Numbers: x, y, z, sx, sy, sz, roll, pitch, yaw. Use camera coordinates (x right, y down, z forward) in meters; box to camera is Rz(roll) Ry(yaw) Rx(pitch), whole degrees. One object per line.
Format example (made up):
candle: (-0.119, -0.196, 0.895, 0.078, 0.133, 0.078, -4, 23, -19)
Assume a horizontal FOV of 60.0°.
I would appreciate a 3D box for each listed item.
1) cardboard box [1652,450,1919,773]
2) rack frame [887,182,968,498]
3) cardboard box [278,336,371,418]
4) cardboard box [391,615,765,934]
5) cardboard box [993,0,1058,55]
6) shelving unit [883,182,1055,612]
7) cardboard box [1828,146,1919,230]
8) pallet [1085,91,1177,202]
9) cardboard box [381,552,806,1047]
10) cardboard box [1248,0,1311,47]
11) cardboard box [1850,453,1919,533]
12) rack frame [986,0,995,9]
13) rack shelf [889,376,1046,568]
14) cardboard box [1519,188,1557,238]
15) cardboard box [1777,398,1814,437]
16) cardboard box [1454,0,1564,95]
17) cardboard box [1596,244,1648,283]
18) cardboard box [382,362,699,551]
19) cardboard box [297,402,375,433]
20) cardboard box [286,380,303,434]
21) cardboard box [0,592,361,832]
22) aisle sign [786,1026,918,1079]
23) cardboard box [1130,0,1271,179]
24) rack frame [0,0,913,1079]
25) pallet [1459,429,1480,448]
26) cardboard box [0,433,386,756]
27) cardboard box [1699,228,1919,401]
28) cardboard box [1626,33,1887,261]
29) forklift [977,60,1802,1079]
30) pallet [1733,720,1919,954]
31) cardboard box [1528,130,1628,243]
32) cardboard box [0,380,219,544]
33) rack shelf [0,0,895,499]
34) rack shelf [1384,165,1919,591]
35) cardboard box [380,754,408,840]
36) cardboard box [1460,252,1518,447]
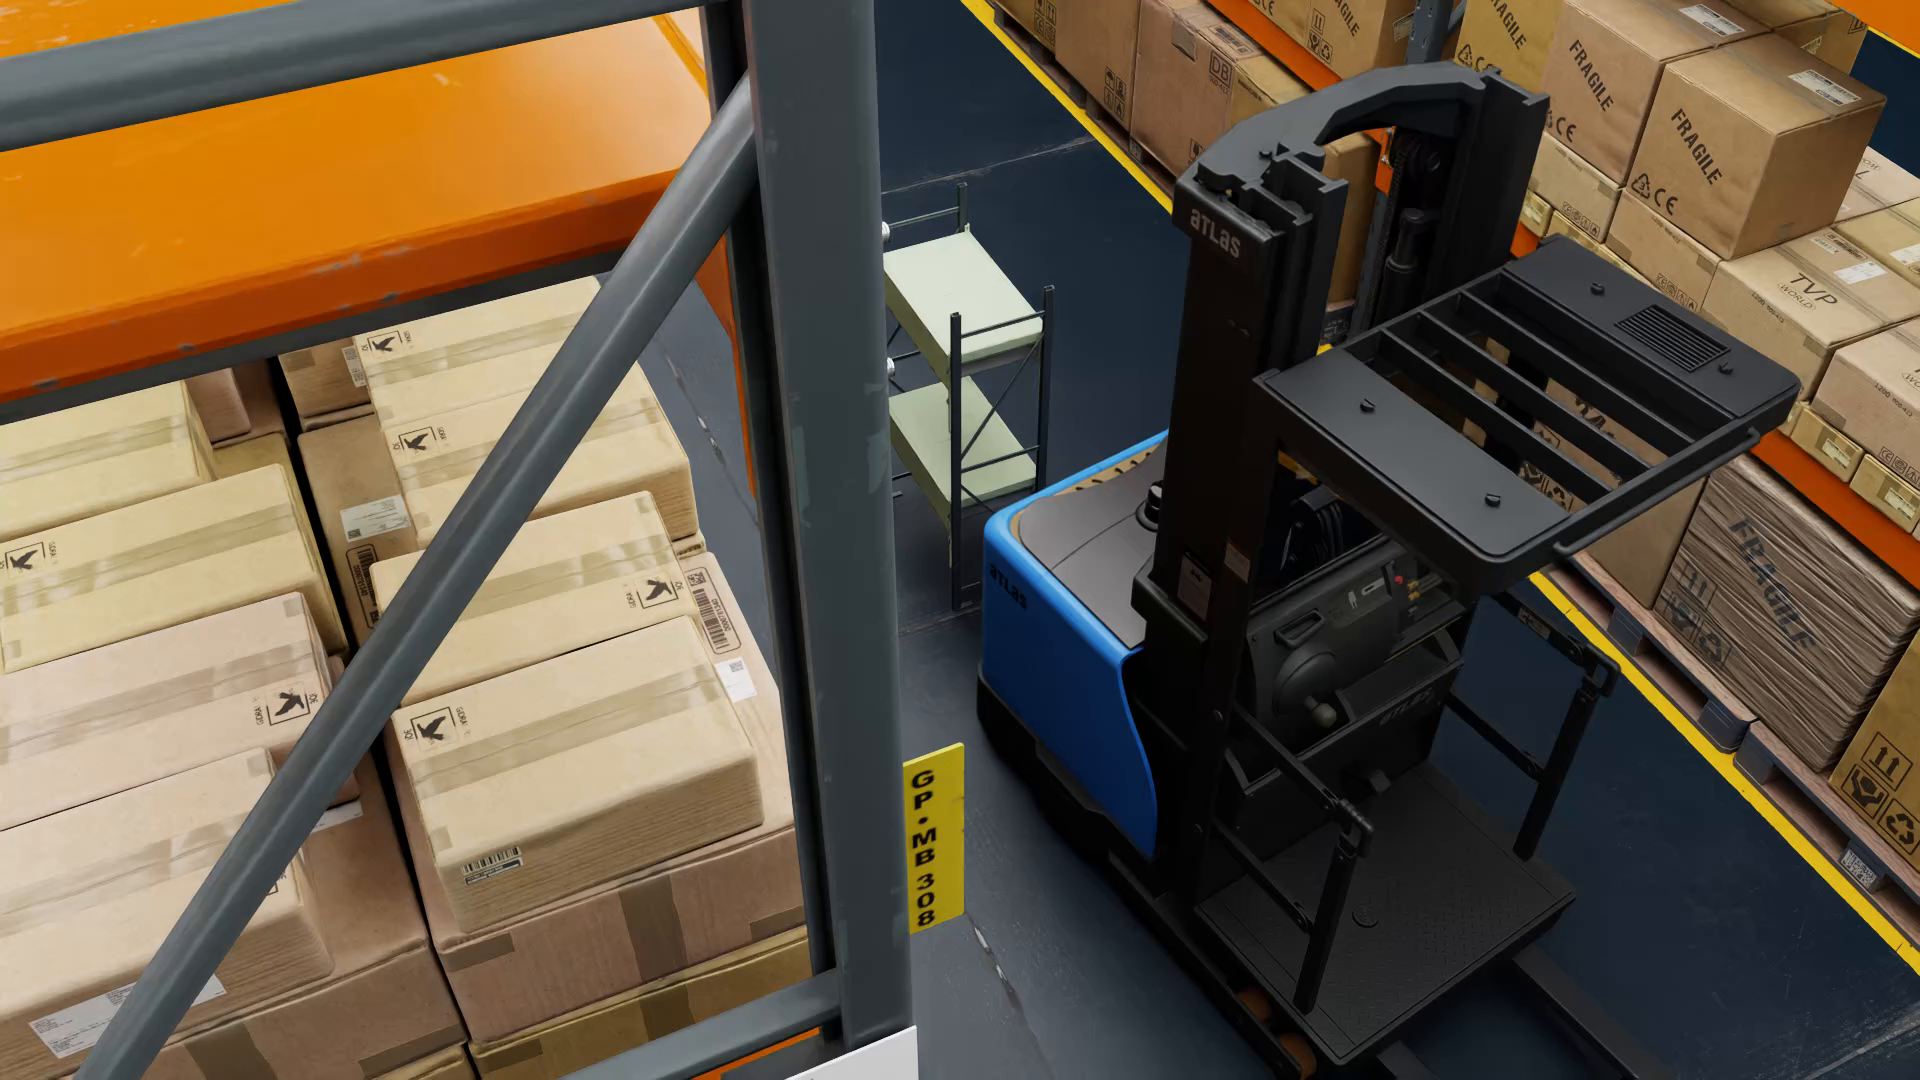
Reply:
cardboard box: (3.284, 0.129, 6.067, 0.875, 0.875, 0.875, -18, 47, -17)
rack frame: (-0.157, -0.771, 6.833, 0.400, 1.500, 0.023, -18, 47, -17)
cardboard box: (-0.908, -0.372, 2.691, 0.380, 0.149, 0.250, -17, 47, -16)
cardboard box: (-0.464, 0.278, 2.032, 0.380, 0.149, 0.250, -18, 48, -18)
cardboard box: (0.916, -3.559, 9.804, 1.225, 0.875, 0.875, -20, 48, -19)
shelving unit: (-0.003, -0.538, 6.596, 0.431, 1.500, 0.755, -18, 47, -17)
cardboard box: (3.185, -1.257, 6.153, 0.500, 0.250, 0.500, -17, 47, -17)
pallet: (1.417, -2.319, 9.318, 1.003, 0.211, 1.213, -18, 47, -17)
cardboard box: (-0.487, 0.331, 2.263, 0.500, 0.250, 0.500, -17, 47, -17)
cardboard box: (1.681, -2.633, 7.581, 0.500, 0.500, 0.500, -17, 47, -16)
cardboard box: (3.129, -0.205, 5.370, 0.380, 0.149, 0.250, -19, 48, -18)
rack frame: (0.645, -4.612, 9.657, 1.000, 3.000, 0.127, -18, 47, -17)
rack shelf: (-0.003, -0.306, 6.825, 0.431, 0.370, 0.720, -18, 47, -17)
cardboard box: (2.371, -1.352, 6.532, 0.380, 0.149, 0.250, -17, 47, -16)
cardboard box: (2.918, -0.529, 5.698, 0.380, 0.149, 0.250, -17, 47, -17)
cardboard box: (2.296, -2.002, 6.373, 0.500, 0.500, 0.500, -18, 47, -17)
cardboard box: (2.591, -1.022, 6.198, 0.380, 0.149, 0.250, -19, 48, -18)
cardboard box: (-0.602, -0.084, 2.399, 0.380, 0.149, 0.250, -18, 47, -17)
cardboard box: (-0.905, -0.320, 2.923, 0.500, 0.250, 0.500, -17, 47, -17)
cardboard box: (-0.937, -0.151, 3.107, 0.500, 0.250, 0.500, -19, 48, -19)
cardboard box: (-0.975, 0.247, 2.064, 0.380, 0.149, 0.250, -17, 47, -17)
aisle sign: (-0.231, 0.919, 2.201, 0.394, 0.787, 0.004, -18, 47, -17)
cardboard box: (1.663, -2.427, 8.657, 1.225, 0.875, 0.875, -20, 48, -19)
rack frame: (-0.534, -0.249, 0.964, 1.000, 3.000, 0.127, -18, 47, -17)
pallet: (2.576, -0.563, 7.539, 1.003, 0.211, 1.213, -18, 47, -17)
cardboard box: (-1.175, 0.150, 2.446, 0.500, 0.250, 0.500, -19, 48, -18)
cardboard box: (2.914, -0.775, 5.664, 0.500, 0.250, 0.500, -18, 47, -17)
cardboard box: (2.719, -1.355, 5.718, 0.500, 0.500, 0.500, -19, 48, -19)
forklift: (1.315, 0.307, 4.721, 1.130, 2.935, 3.031, -26, 50, -24)
pallet: (3.601, 0.992, 5.963, 1.003, 0.211, 1.213, -18, 47, -17)
cardboard box: (2.491, -1.420, 6.318, 0.500, 0.250, 0.500, -18, 47, -18)
cardboard box: (-1.273, -0.059, 2.374, 0.380, 0.149, 0.250, -17, 47, -17)
rack shelf: (-1.375, -1.266, 2.510, 1.077, 0.370, 4.000, -18, 47, -17)
rack shelf: (3.168, -0.532, 6.035, 1.077, 0.370, 4.000, -18, 47, -17)
cardboard box: (-1.186, 0.337, 2.613, 0.500, 0.250, 0.500, -18, 47, -17)
cardboard box: (2.532, -1.012, 7.223, 0.875, 0.875, 0.875, -18, 47, -17)
